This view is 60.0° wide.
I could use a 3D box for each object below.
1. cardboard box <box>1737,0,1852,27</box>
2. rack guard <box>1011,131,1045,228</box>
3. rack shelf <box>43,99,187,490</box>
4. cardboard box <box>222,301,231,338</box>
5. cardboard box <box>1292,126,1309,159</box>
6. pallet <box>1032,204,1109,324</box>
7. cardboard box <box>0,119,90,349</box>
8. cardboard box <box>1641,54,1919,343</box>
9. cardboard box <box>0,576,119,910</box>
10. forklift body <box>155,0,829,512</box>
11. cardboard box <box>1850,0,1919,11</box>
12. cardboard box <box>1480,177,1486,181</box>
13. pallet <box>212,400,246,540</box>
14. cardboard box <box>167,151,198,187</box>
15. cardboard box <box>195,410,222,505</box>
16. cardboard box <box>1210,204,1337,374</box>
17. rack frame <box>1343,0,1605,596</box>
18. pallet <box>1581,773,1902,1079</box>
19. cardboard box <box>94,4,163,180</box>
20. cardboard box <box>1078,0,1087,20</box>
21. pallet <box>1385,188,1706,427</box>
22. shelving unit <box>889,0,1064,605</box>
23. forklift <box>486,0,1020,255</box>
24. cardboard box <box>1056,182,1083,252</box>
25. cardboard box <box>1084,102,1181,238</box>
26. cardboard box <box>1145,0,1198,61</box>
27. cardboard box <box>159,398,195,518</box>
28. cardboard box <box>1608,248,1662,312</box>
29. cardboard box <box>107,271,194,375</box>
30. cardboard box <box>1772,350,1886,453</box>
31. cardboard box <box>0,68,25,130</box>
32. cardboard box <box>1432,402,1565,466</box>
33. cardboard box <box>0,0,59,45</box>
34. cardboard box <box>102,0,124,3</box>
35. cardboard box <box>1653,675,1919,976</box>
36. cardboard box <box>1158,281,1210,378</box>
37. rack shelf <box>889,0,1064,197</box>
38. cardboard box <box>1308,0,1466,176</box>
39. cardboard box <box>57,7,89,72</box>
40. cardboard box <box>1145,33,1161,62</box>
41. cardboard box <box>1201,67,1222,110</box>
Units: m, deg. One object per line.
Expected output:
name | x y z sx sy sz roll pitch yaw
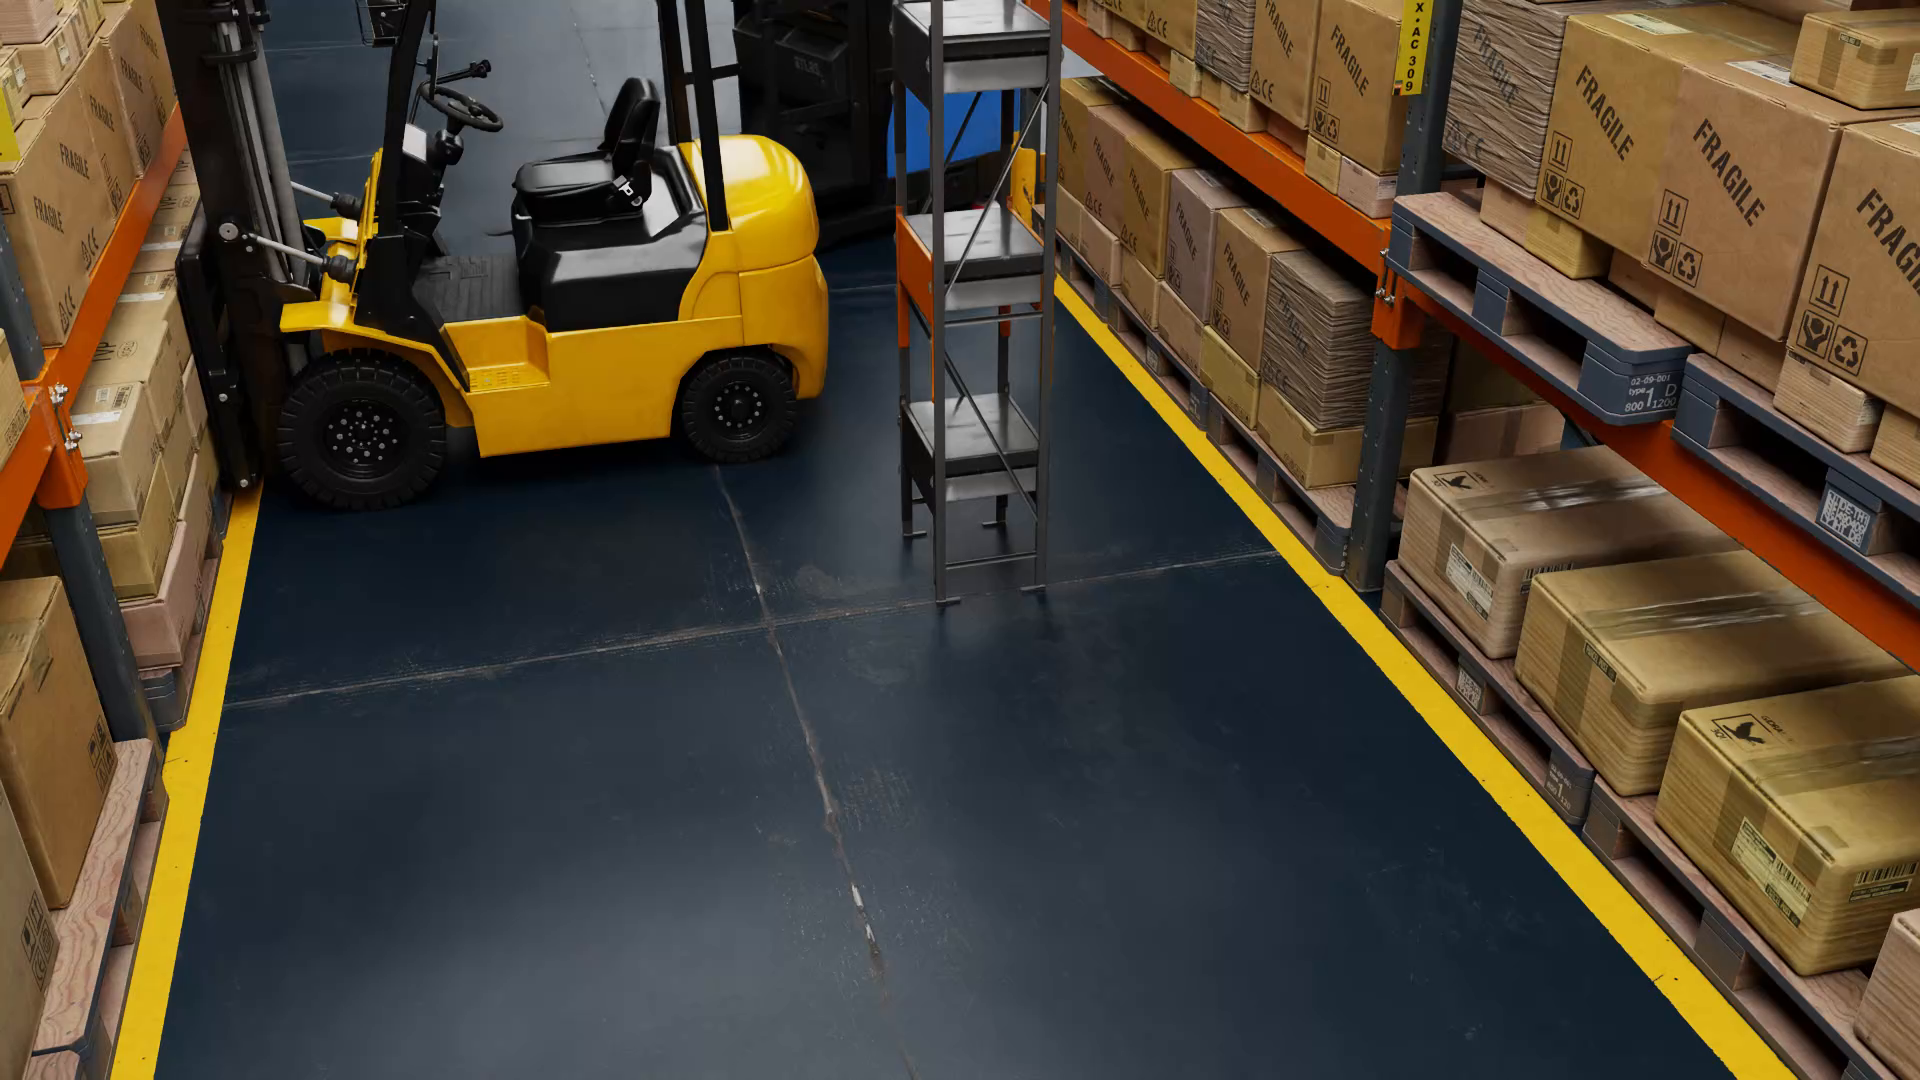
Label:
cardboard box | 2.359 -1.119 4.373 0.500 0.500 0.500 -8 31 -13
rack guard | 0.841 -2.010 9.224 1.175 0.500 0.348 -8 31 -13
rack shelf | -3.433 -1.190 6.030 1.077 0.370 4.000 -8 31 -13
cardboard box | -3.253 -0.992 6.795 0.500 0.250 0.500 -9 31 -14
cardboard box | 1.437 -1.459 6.027 0.380 0.149 0.250 -8 31 -13
pallet | 1.023 -1.488 8.611 1.003 0.211 1.213 -8 31 -13
cardboard box | -2.768 -0.828 4.586 0.500 0.500 0.500 -9 31 -15
cardboard box | 1.982 -0.804 3.828 0.500 0.500 0.500 -8 31 -14
cardboard box | -2.753 0.561 4.237 0.875 0.625 0.625 -6 31 -11
forklift body | -1.702 -1.427 6.568 2.313 2.155 1.214 -8 31 -13
cardboard box | 2.418 -1.308 4.051 0.380 0.149 0.250 -9 31 -15
cardboard box | 1.991 -1.398 5.922 0.380 0.149 0.250 -7 31 -12
pallet | -3.400 -0.308 6.572 1.003 0.211 1.213 -8 31 -13
cardboard box | -3.400 -1.465 7.114 0.500 0.250 0.500 -7 31 -12
cardboard box | -3.012 -0.294 6.089 0.500 0.250 0.500 -7 31 -12
cardboard box | 1.330 -1.009 6.576 0.500 0.500 0.500 -7 31 -12
rack frame | 1.883 -1.197 5.324 1.000 3.000 0.127 -8 31 -13
pallet | 2.418 0.976 4.353 1.003 0.211 1.213 -8 31 -13
cardboard box | -3.171 -1.567 5.863 0.500 0.500 0.500 -8 31 -13
cardboard box | 0.784 -2.570 7.946 0.380 0.149 0.250 -9 31 -15
pallet | 1.945 -0.726 4.701 1.003 0.211 1.213 -8 31 -13
shelving unit | 0.044 -0.829 5.586 0.431 2.100 0.503 -8 31 -13
forklift | -1.061 -3.013 8.529 3.031 2.935 1.130 -23 37 -34
cardboard box | 0.768 -1.694 8.509 0.500 0.250 0.500 -8 31 -14
cardboard box | 0.918 -1.756 7.866 0.500 0.500 0.500 -9 31 -15
cardboard box | 1.099 -2.295 6.824 0.500 0.500 0.500 -8 31 -14
cardboard box | -2.868 -0.261 5.533 0.500 0.250 0.500 -8 31 -14
cardboard box | 1.931 -0.713 4.318 0.380 0.149 0.250 -6 31 -10
cardboard box | -2.997 -0.722 5.831 0.500 0.250 0.500 -7 31 -12
cardboard box | 2.044 -0.328 3.654 0.380 0.149 0.250 -7 31 -11
cardboard box | -2.803 -1.173 4.535 0.380 0.149 0.250 -7 31 -12
cardboard box | 1.986 -0.510 6.462 0.500 0.250 0.500 -9 31 -16
cardboard box | -2.903 -1.556 4.899 0.380 0.149 0.250 -7 31 -12
cardboard box | -3.238 -2.045 6.041 0.380 0.149 0.250 -8 31 -13
cardboard box | 2.405 0.694 4.261 0.950 0.372 0.625 -7 31 -12
cardboard box | 1.185 -0.941 7.206 0.500 0.250 0.500 -7 31 -13
rack shelf | 0.044 -1.423 5.242 0.431 0.518 0.480 -8 31 -13
cardboard box | 1.525 -1.551 5.538 0.500 0.500 0.500 -9 31 -15
cardboard box | -2.961 -1.551 5.188 0.380 0.149 0.250 -8 31 -14
cardboard box | 1.037 -2.201 7.309 0.380 0.149 0.250 -7 31 -12
cardboard box | 1.191 -1.821 6.652 0.380 0.149 0.250 -8 31 -14
